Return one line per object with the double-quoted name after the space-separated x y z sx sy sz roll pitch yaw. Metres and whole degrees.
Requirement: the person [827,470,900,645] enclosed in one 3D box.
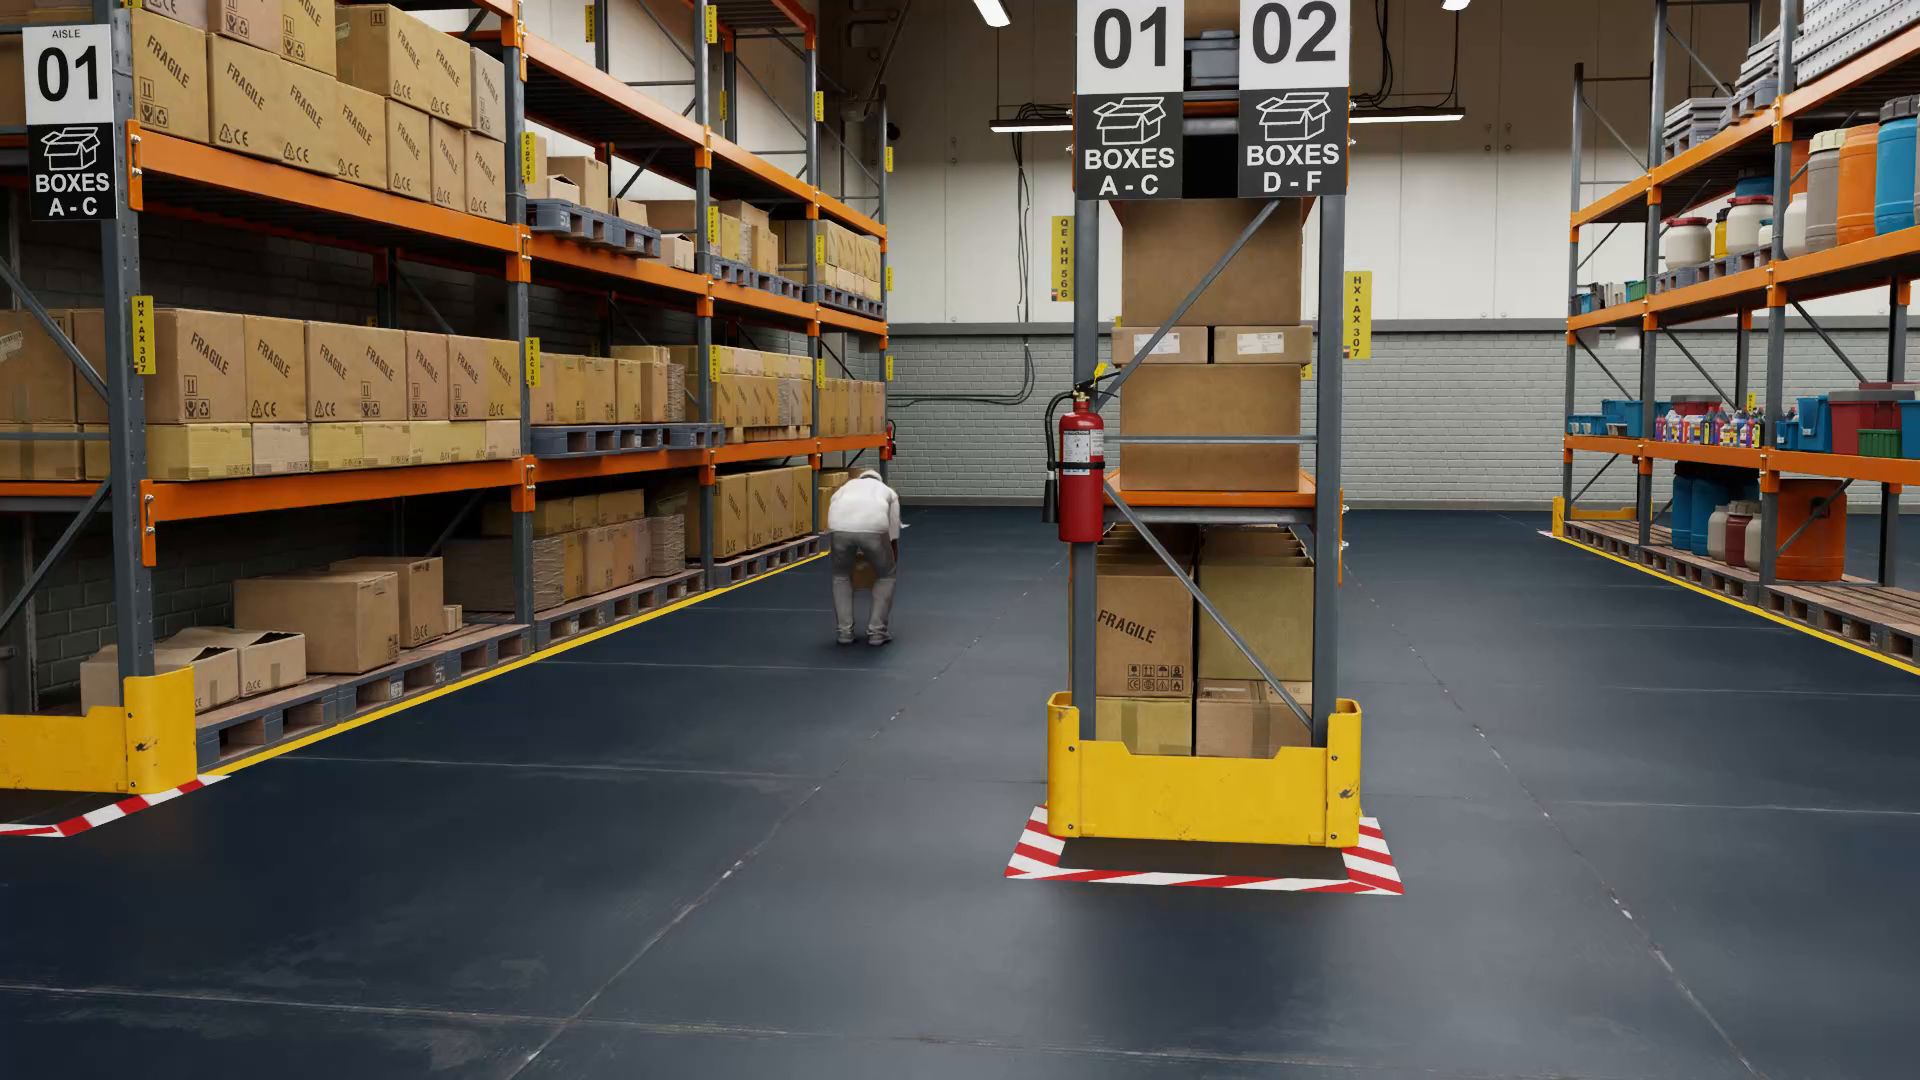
-0.687 0.110 11.798 0.507 1.187 0.953 0 4 6 "person"
